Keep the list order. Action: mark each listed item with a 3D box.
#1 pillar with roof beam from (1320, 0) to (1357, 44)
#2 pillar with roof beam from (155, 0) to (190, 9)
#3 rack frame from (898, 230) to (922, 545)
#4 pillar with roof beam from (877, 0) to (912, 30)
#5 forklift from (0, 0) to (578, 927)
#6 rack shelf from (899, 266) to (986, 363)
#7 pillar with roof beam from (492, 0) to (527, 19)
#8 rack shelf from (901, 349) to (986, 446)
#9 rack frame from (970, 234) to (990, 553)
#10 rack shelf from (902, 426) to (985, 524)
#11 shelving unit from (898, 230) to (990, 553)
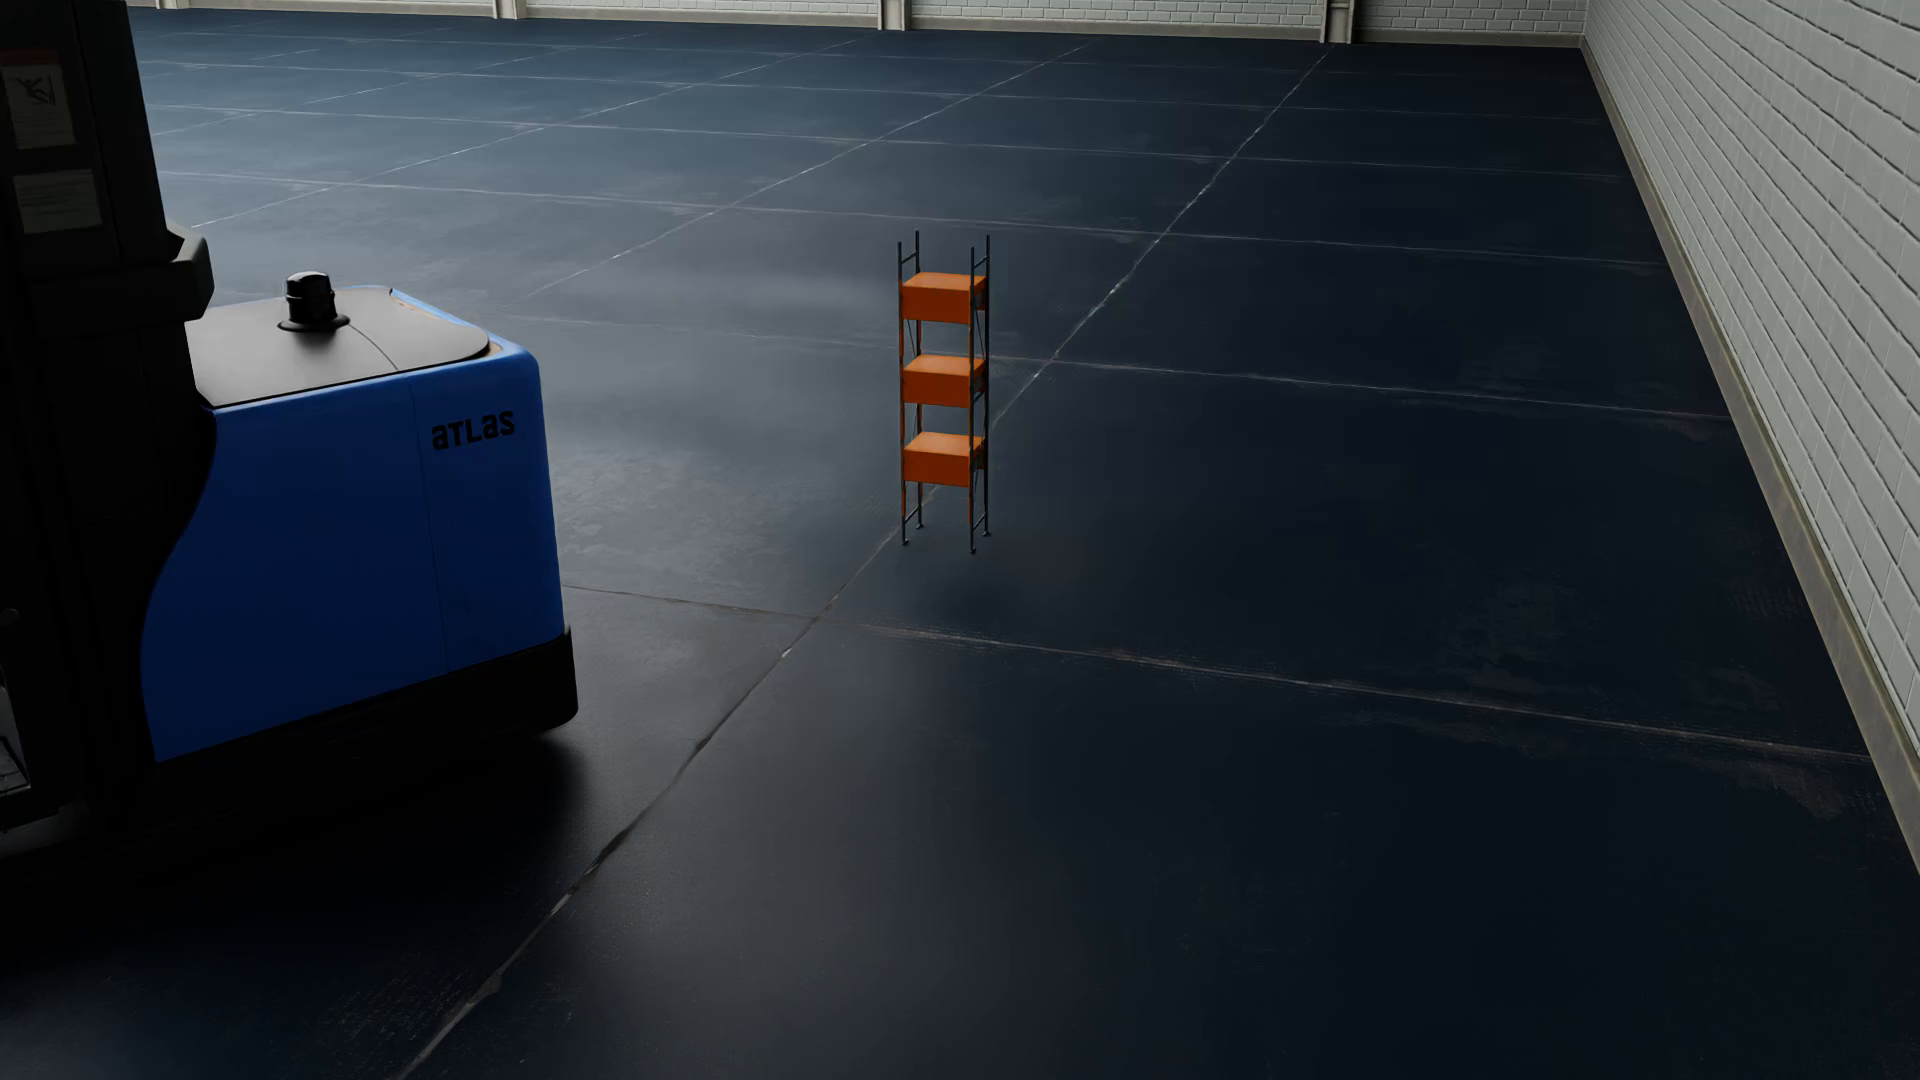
[{"bbox_3d":[3.600,-9.008,15.873,0.400,9.000,9.100,7,23,16],"label":"pillar with roof beam"},{"bbox_3d":[-13.632,-10.981,20.684,0.400,9.000,9.100,7,23,16],"label":"pillar with roof beam"},{"bbox_3d":[-0.168,-0.505,5.618,0.008,1.050,0.200,7,23,15],"label":"rack frame"},{"bbox_3d":[-2.144,-9.666,17.477,0.400,9.000,9.100,7,23,16],"label":"pillar with roof beam"},{"bbox_3d":[-2.477,-0.604,3.381,3.031,2.935,1.130,-18,28,-37],"label":"forklift"},{"bbox_3d":[-0.051,-0.744,5.481,0.240,0.259,0.215,7,23,15],"label":"rack shelf"},{"bbox_3d":[-7.888,-10.324,19.080,0.400,9.000,9.100,7,23,16],"label":"pillar with roof beam"},{"bbox_3d":[-0.051,-0.482,5.589,0.240,0.259,0.215,7,23,15],"label":"rack shelf"},{"bbox_3d":[0.066,-0.478,5.552,0.008,1.050,0.200,7,23,15],"label":"rack frame"},{"bbox_3d":[-0.051,-0.225,5.695,0.240,0.259,0.215,7,23,15],"label":"rack shelf"},{"bbox_3d":[-0.051,-0.492,5.585,0.252,1.050,0.215,7,23,15],"label":"shelving unit"}]
